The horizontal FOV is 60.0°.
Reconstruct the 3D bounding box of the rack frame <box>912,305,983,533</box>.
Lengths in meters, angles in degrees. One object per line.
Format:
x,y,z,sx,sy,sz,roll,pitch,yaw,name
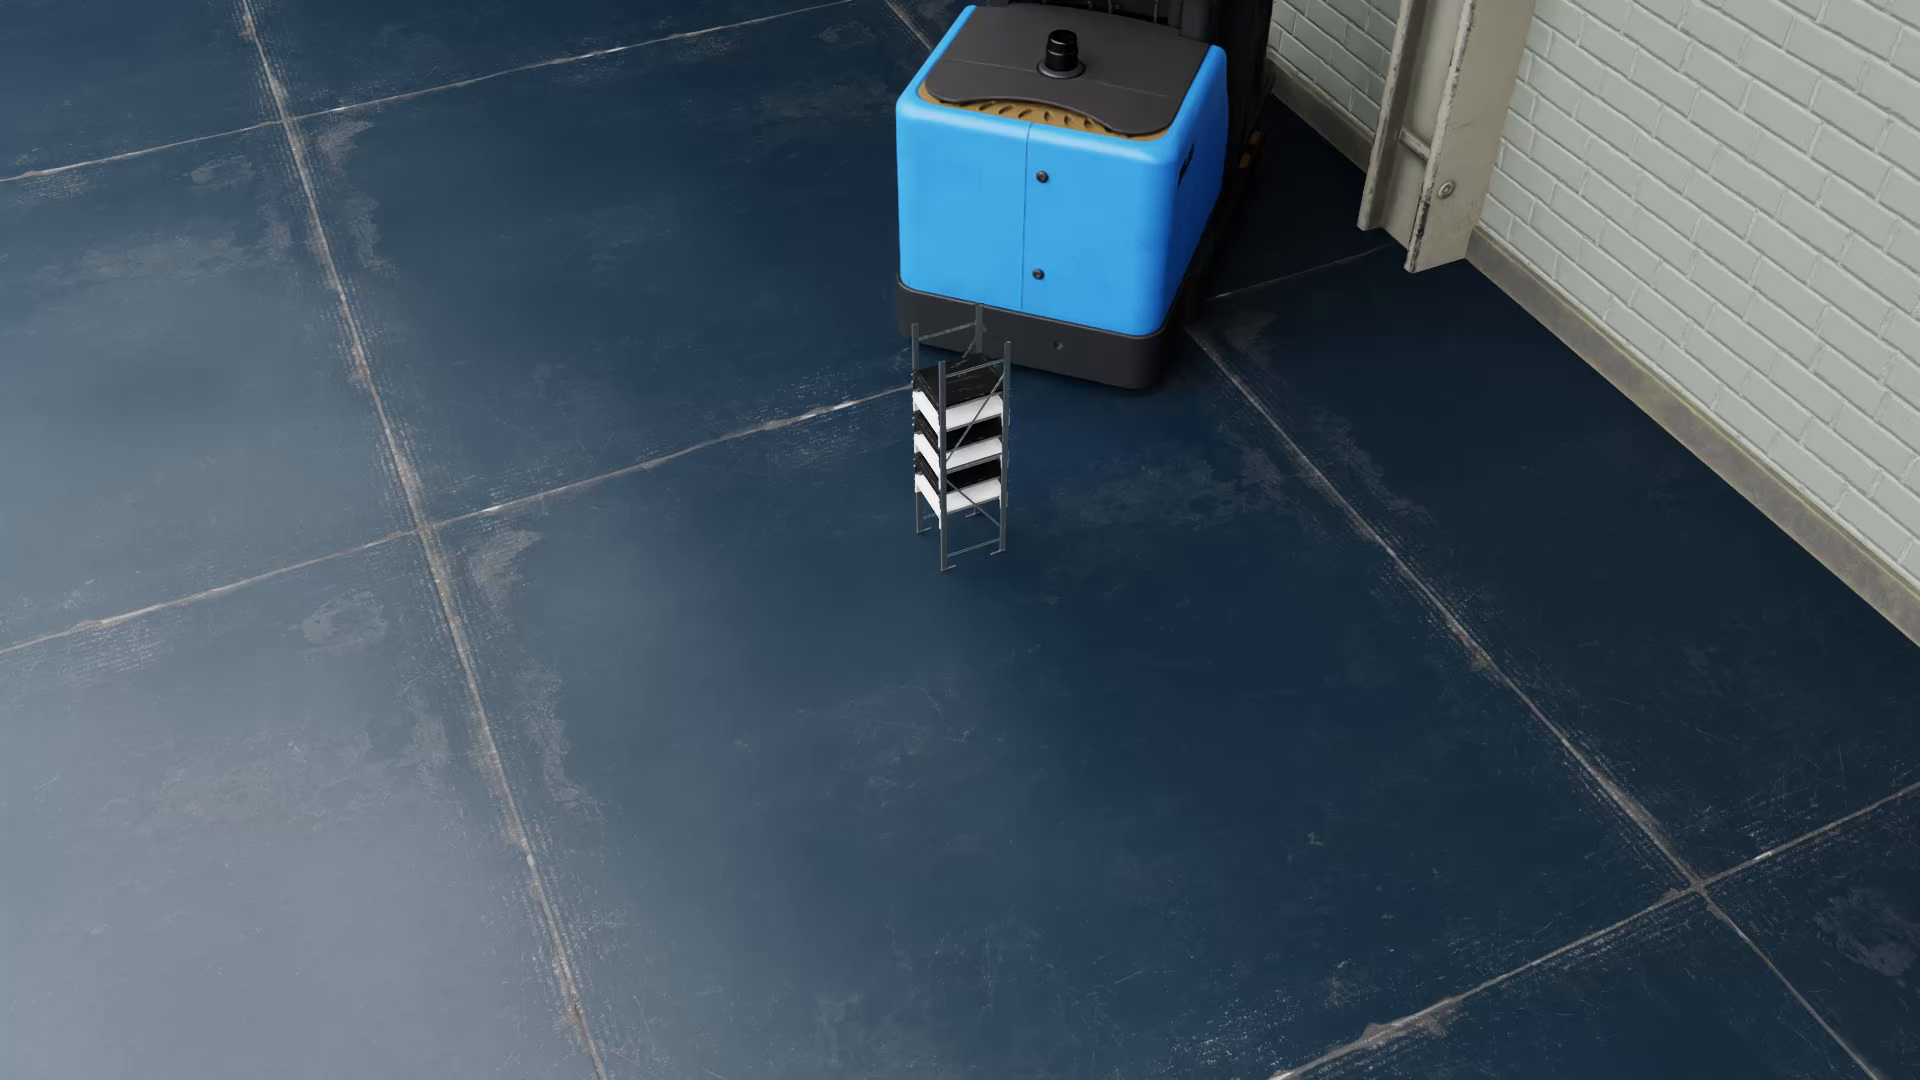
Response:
-0.039,-0.380,5.494,0.240,0.900,0.006,-18,47,-17,rack frame

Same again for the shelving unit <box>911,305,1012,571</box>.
0.003,-0.315,5.429,0.258,0.900,0.210,-18,47,-17,shelving unit

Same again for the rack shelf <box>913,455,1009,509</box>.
0.003,-0.227,5.515,0.258,0.077,0.200,-18,47,-17,rack shelf

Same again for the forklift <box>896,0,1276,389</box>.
0.727,-2.660,6.359,1.130,2.935,3.031,14,46,14,forklift

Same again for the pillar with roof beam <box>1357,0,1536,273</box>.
-1.988,-3.203,2.589,9.100,9.000,0.400,-18,47,-17,pillar with roof beam

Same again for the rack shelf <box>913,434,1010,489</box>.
0.003,-0.291,5.452,0.258,0.077,0.200,-18,47,-17,rack shelf

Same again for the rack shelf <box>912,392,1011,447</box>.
0.003,-0.420,5.326,0.258,0.077,0.200,-18,47,-17,rack shelf

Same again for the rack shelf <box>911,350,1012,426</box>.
0.003,-0.484,5.262,0.258,0.077,0.200,-18,47,-17,rack shelf

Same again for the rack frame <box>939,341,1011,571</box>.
0.046,-0.250,5.363,0.240,0.900,0.006,-18,47,-17,rack frame

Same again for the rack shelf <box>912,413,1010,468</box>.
0.003,-0.355,5.389,0.258,0.077,0.200,-18,47,-17,rack shelf

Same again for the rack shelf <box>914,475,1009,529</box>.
0.003,-0.163,5.579,0.258,0.077,0.200,-18,47,-17,rack shelf
